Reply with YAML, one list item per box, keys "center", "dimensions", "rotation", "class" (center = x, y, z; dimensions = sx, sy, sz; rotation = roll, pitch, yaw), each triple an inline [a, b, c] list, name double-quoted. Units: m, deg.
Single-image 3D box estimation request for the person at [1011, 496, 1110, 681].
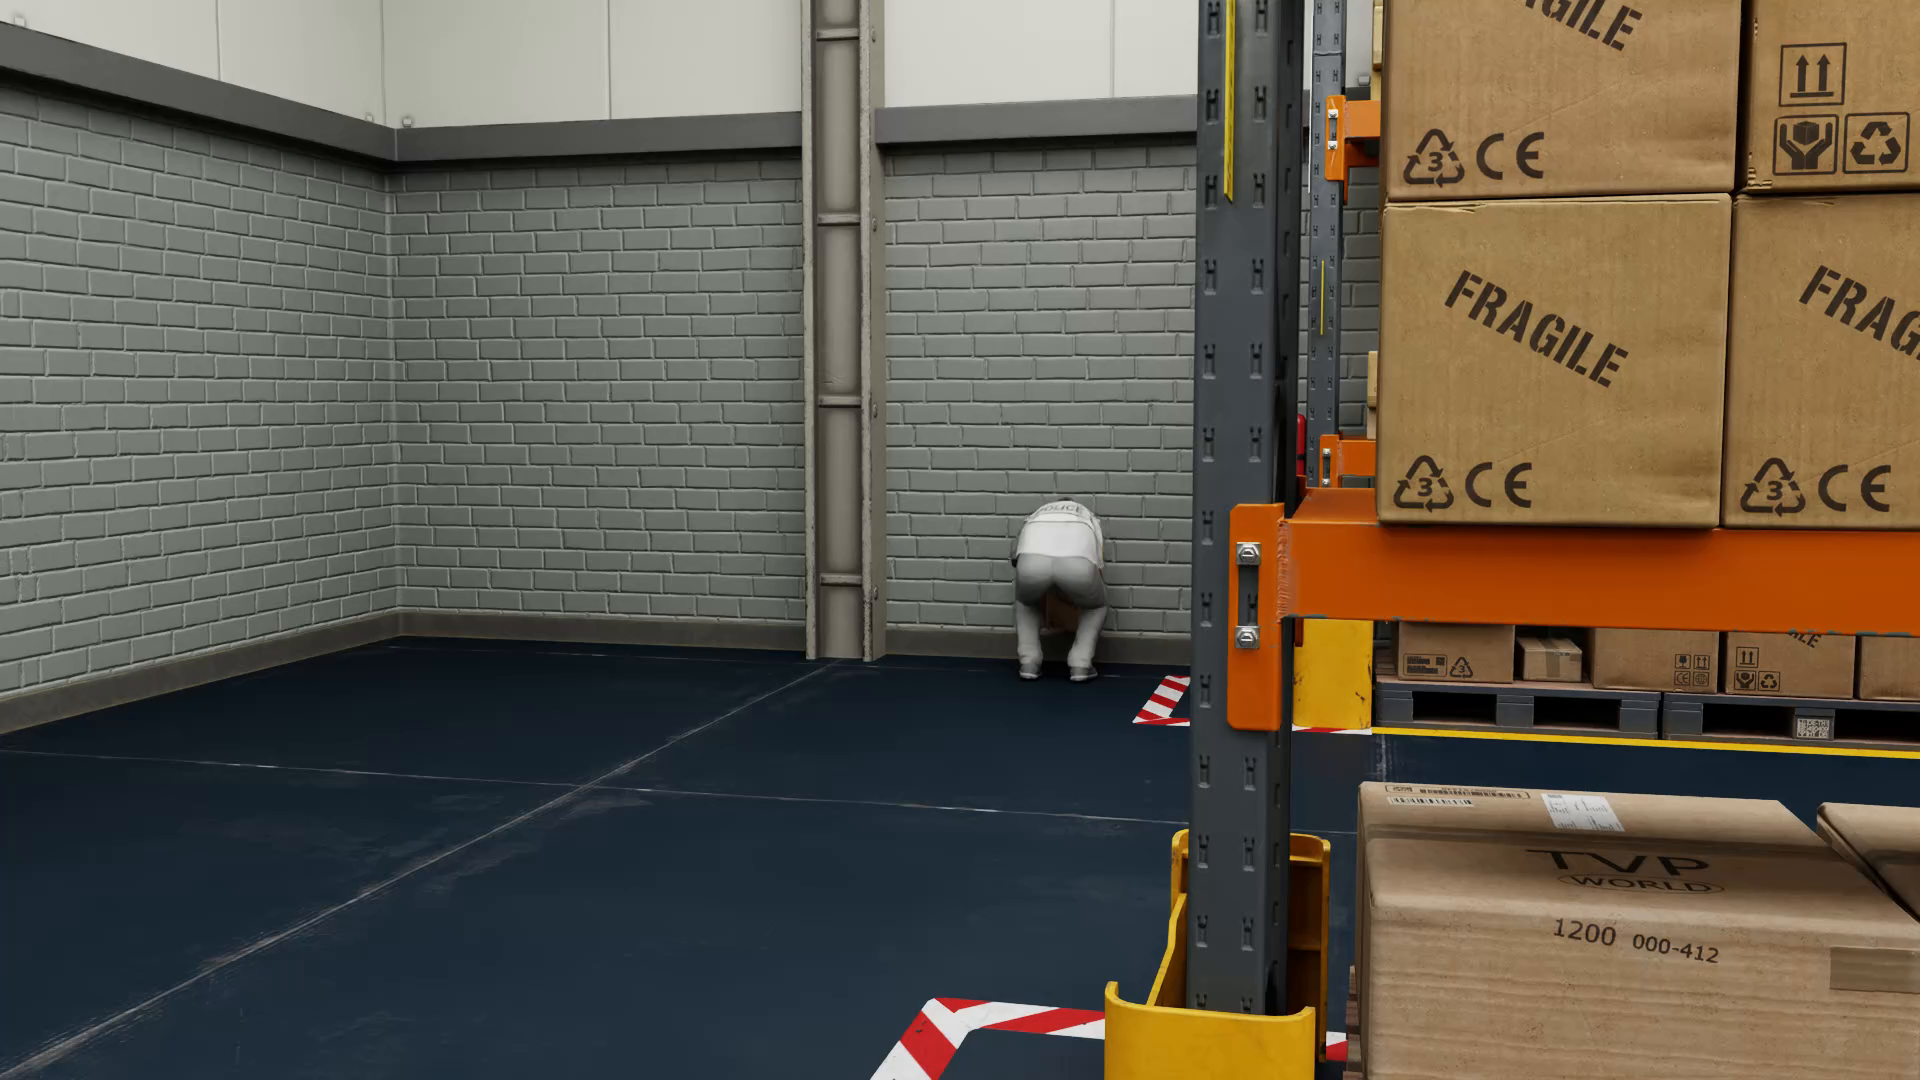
- center: [0.546, 0.257, 8.976]
  dimensions: [0.521, 0.950, 0.929]
  rotation: [1, 5, 11]
  class: "person"
